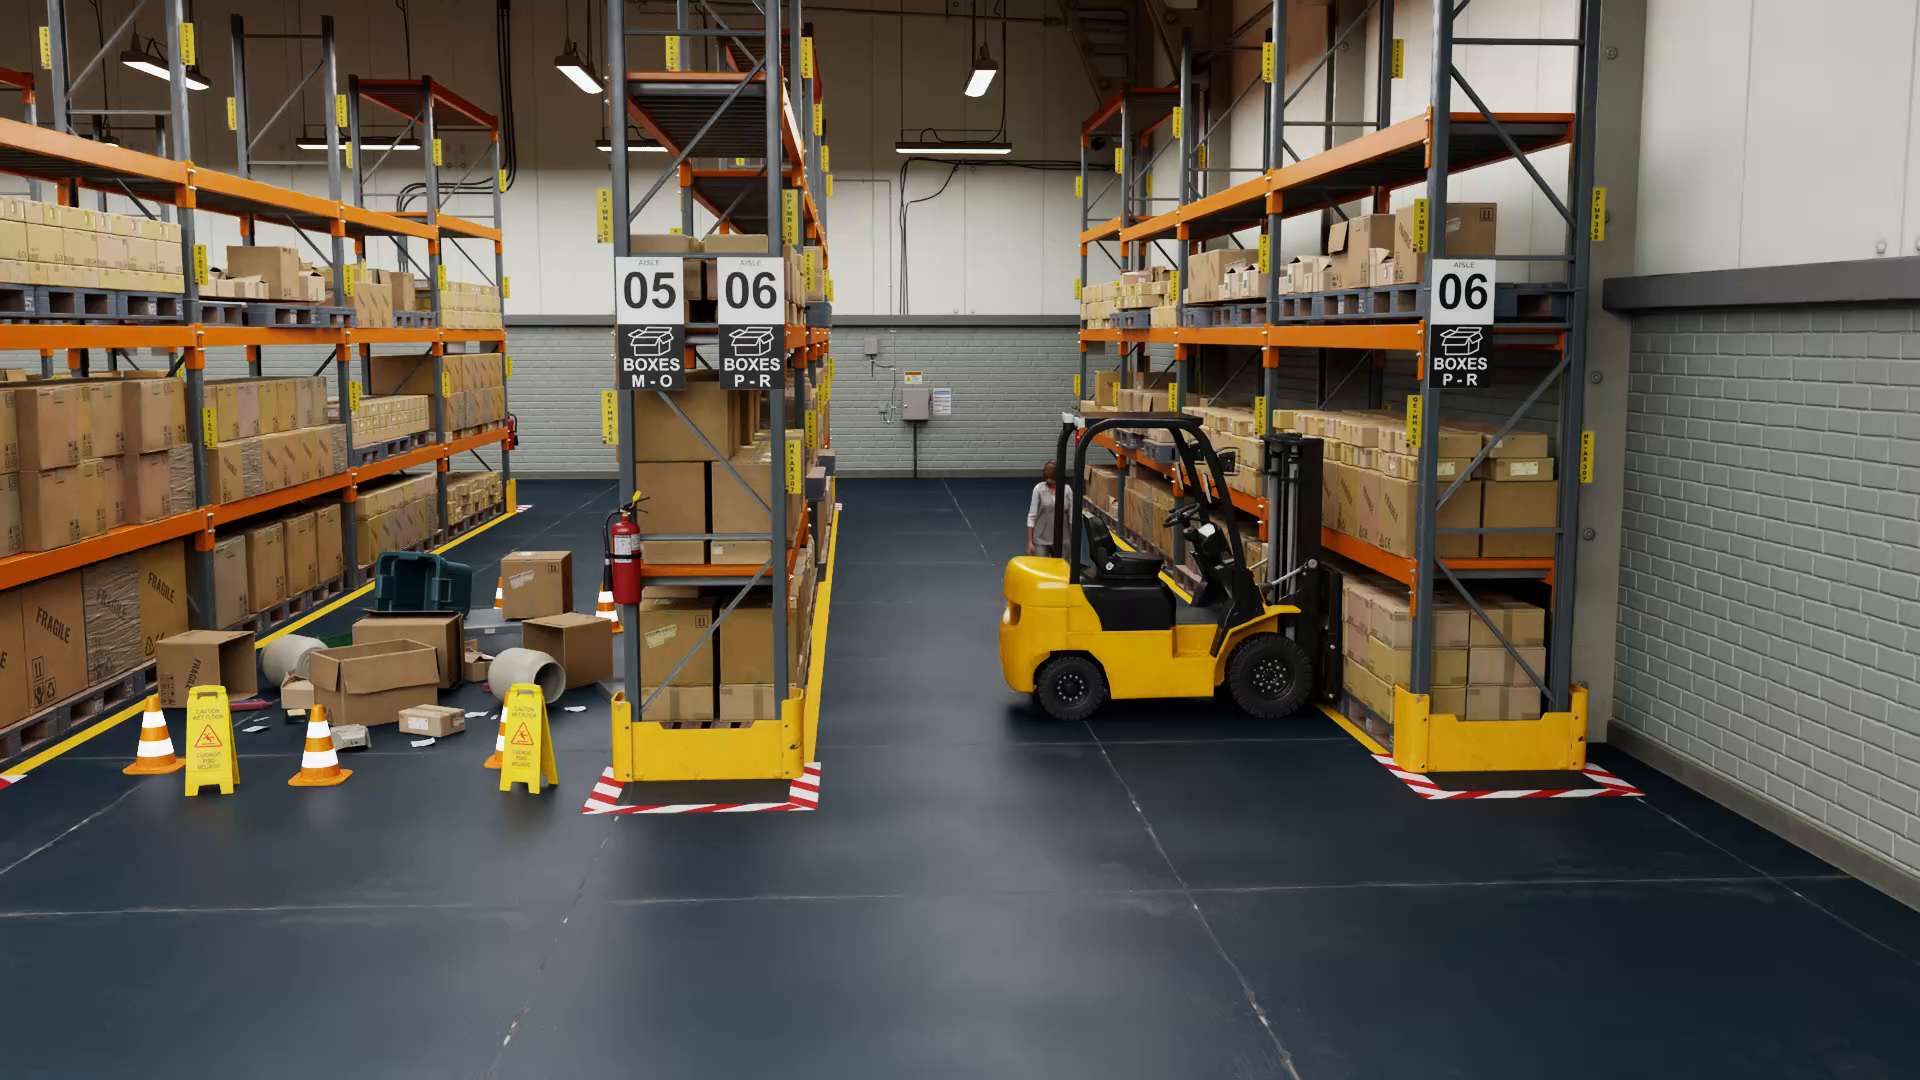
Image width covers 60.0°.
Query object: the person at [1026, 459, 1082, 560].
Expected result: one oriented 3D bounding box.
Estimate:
[{"bbox_3d":[0.854,0.066,15.272,0.511,1.594,0.326,-2,7,-14],"label":"person"}]
